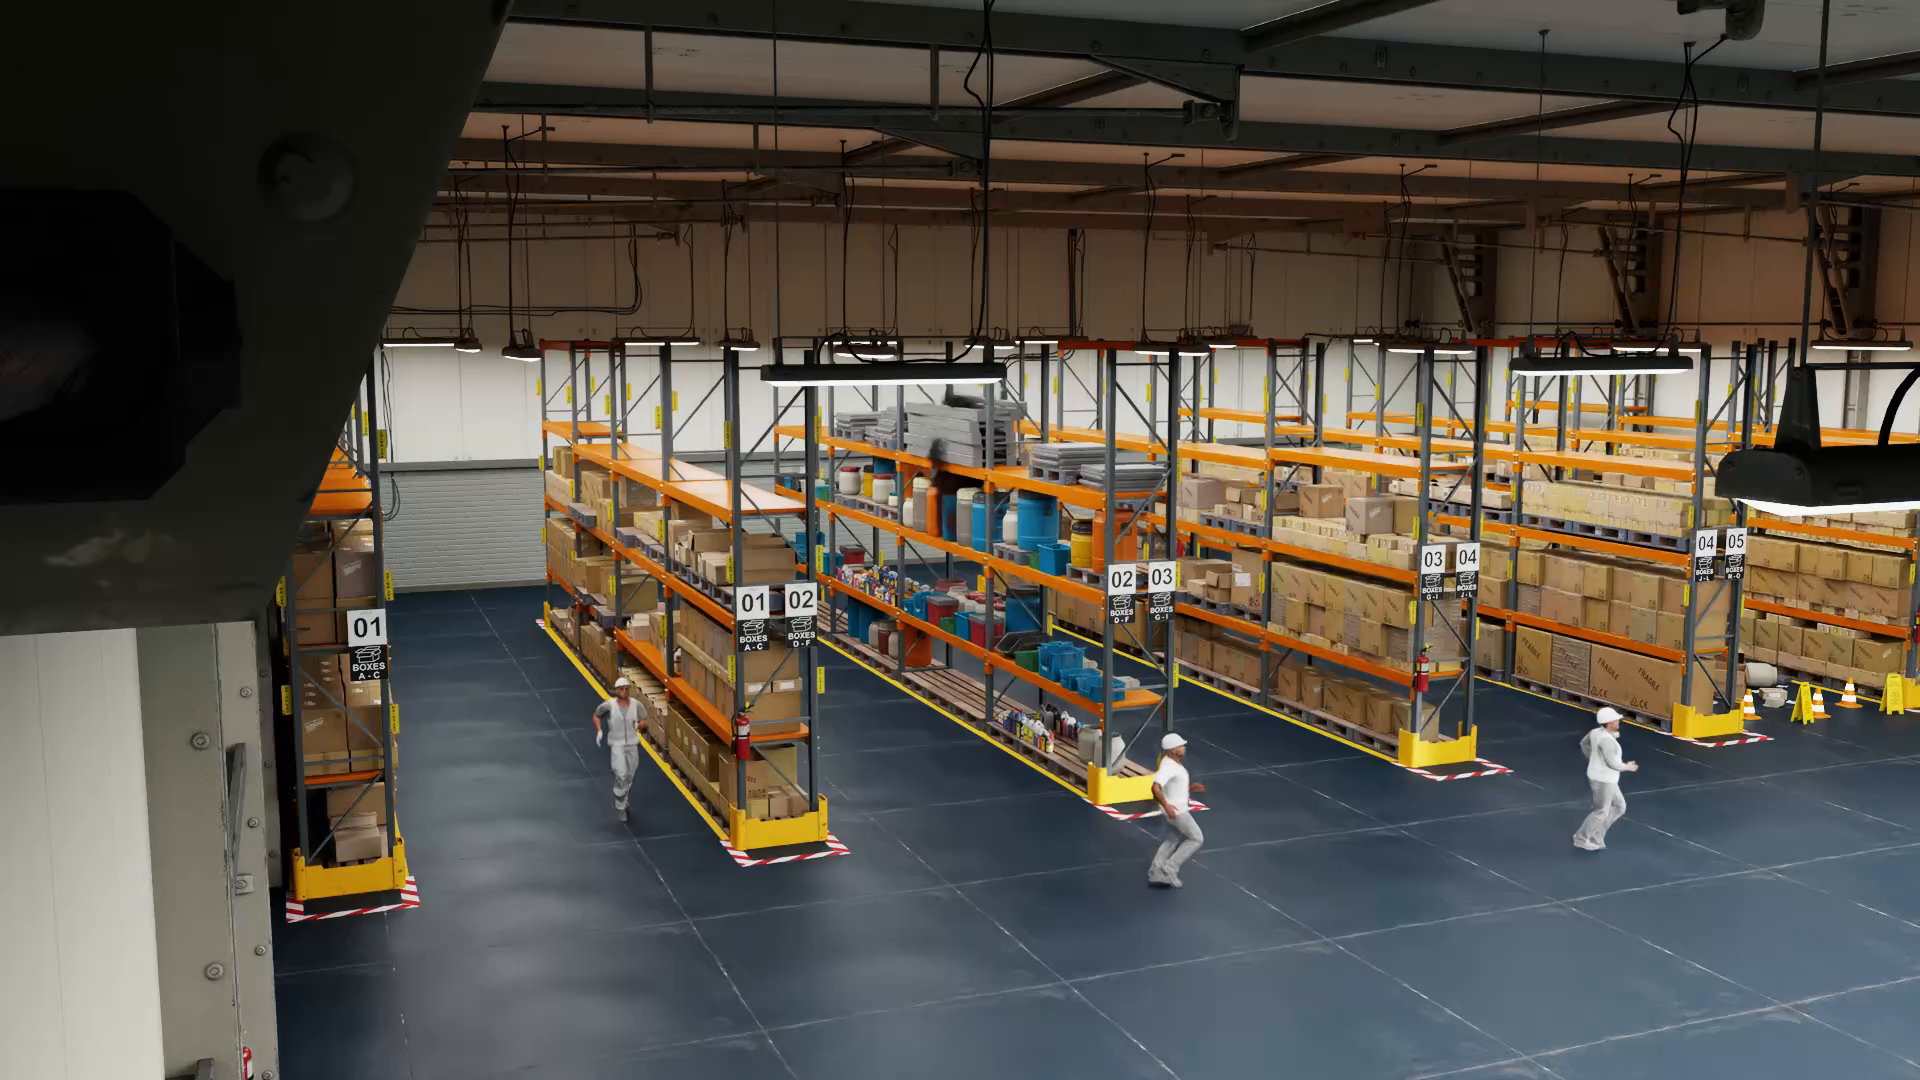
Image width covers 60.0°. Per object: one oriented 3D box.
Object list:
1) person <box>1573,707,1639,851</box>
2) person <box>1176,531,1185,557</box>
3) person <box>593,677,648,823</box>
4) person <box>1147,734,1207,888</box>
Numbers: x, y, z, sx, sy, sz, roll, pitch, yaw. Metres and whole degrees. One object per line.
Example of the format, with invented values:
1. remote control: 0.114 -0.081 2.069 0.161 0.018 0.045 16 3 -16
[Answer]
1. person: 7.751 2.887 19.953 0.703 1.803 0.676 2 8 13
2. person: 4.823 0.626 37.596 0.672 1.705 0.800 -2 8 -18
3. person: -4.326 2.676 21.356 0.643 1.846 0.774 -4 8 -28
4. person: 2.453 3.034 18.698 0.667 1.739 0.686 0 7 2
